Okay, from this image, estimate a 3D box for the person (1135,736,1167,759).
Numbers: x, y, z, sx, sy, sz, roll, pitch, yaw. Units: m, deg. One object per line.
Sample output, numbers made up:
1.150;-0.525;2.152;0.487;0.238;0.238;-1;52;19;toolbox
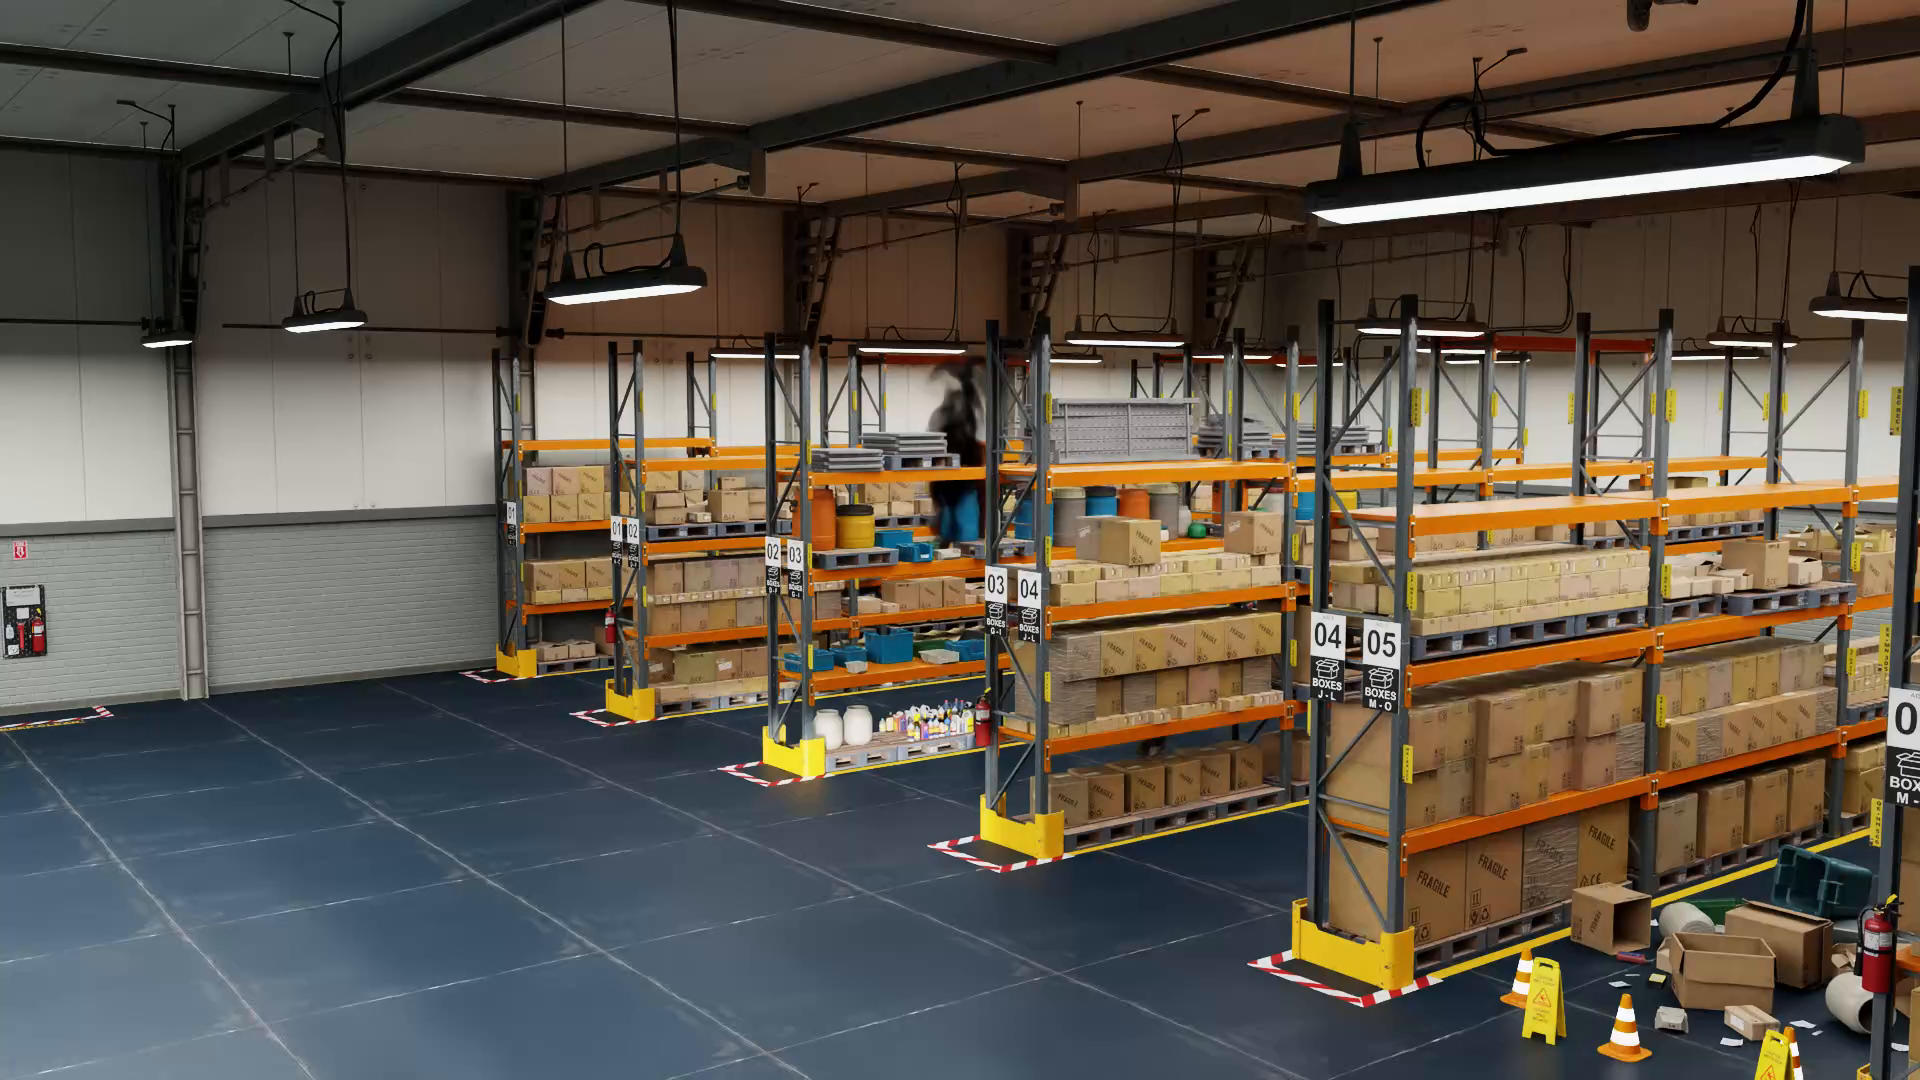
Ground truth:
2.483;2.042;21.951;0.860;1.842;0.697;-5;7;-44;person
